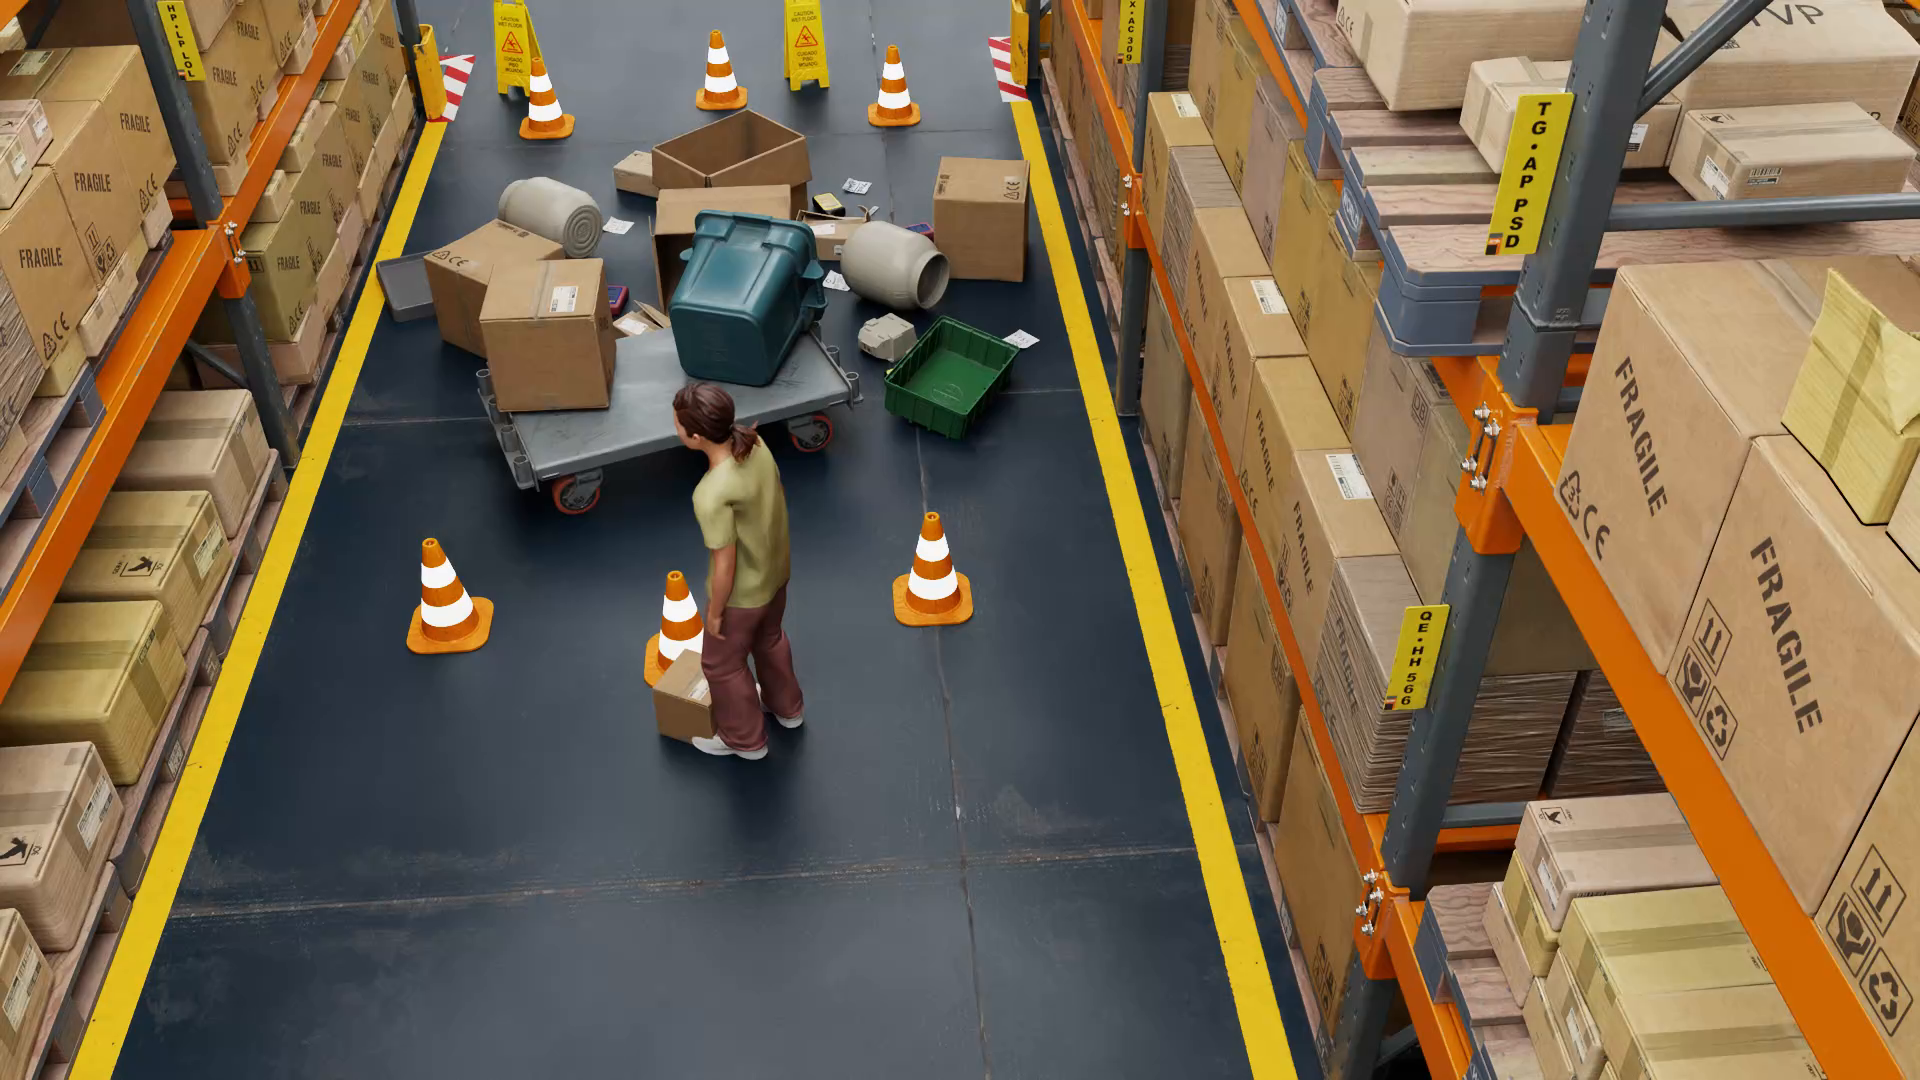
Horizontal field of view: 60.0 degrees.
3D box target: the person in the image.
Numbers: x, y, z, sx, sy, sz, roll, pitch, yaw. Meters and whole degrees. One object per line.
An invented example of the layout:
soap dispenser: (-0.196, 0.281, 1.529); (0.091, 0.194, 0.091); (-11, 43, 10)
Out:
person: (-0.819, 0.134, 5.993); (0.416, 1.671, 0.509); (14, 41, 16)
